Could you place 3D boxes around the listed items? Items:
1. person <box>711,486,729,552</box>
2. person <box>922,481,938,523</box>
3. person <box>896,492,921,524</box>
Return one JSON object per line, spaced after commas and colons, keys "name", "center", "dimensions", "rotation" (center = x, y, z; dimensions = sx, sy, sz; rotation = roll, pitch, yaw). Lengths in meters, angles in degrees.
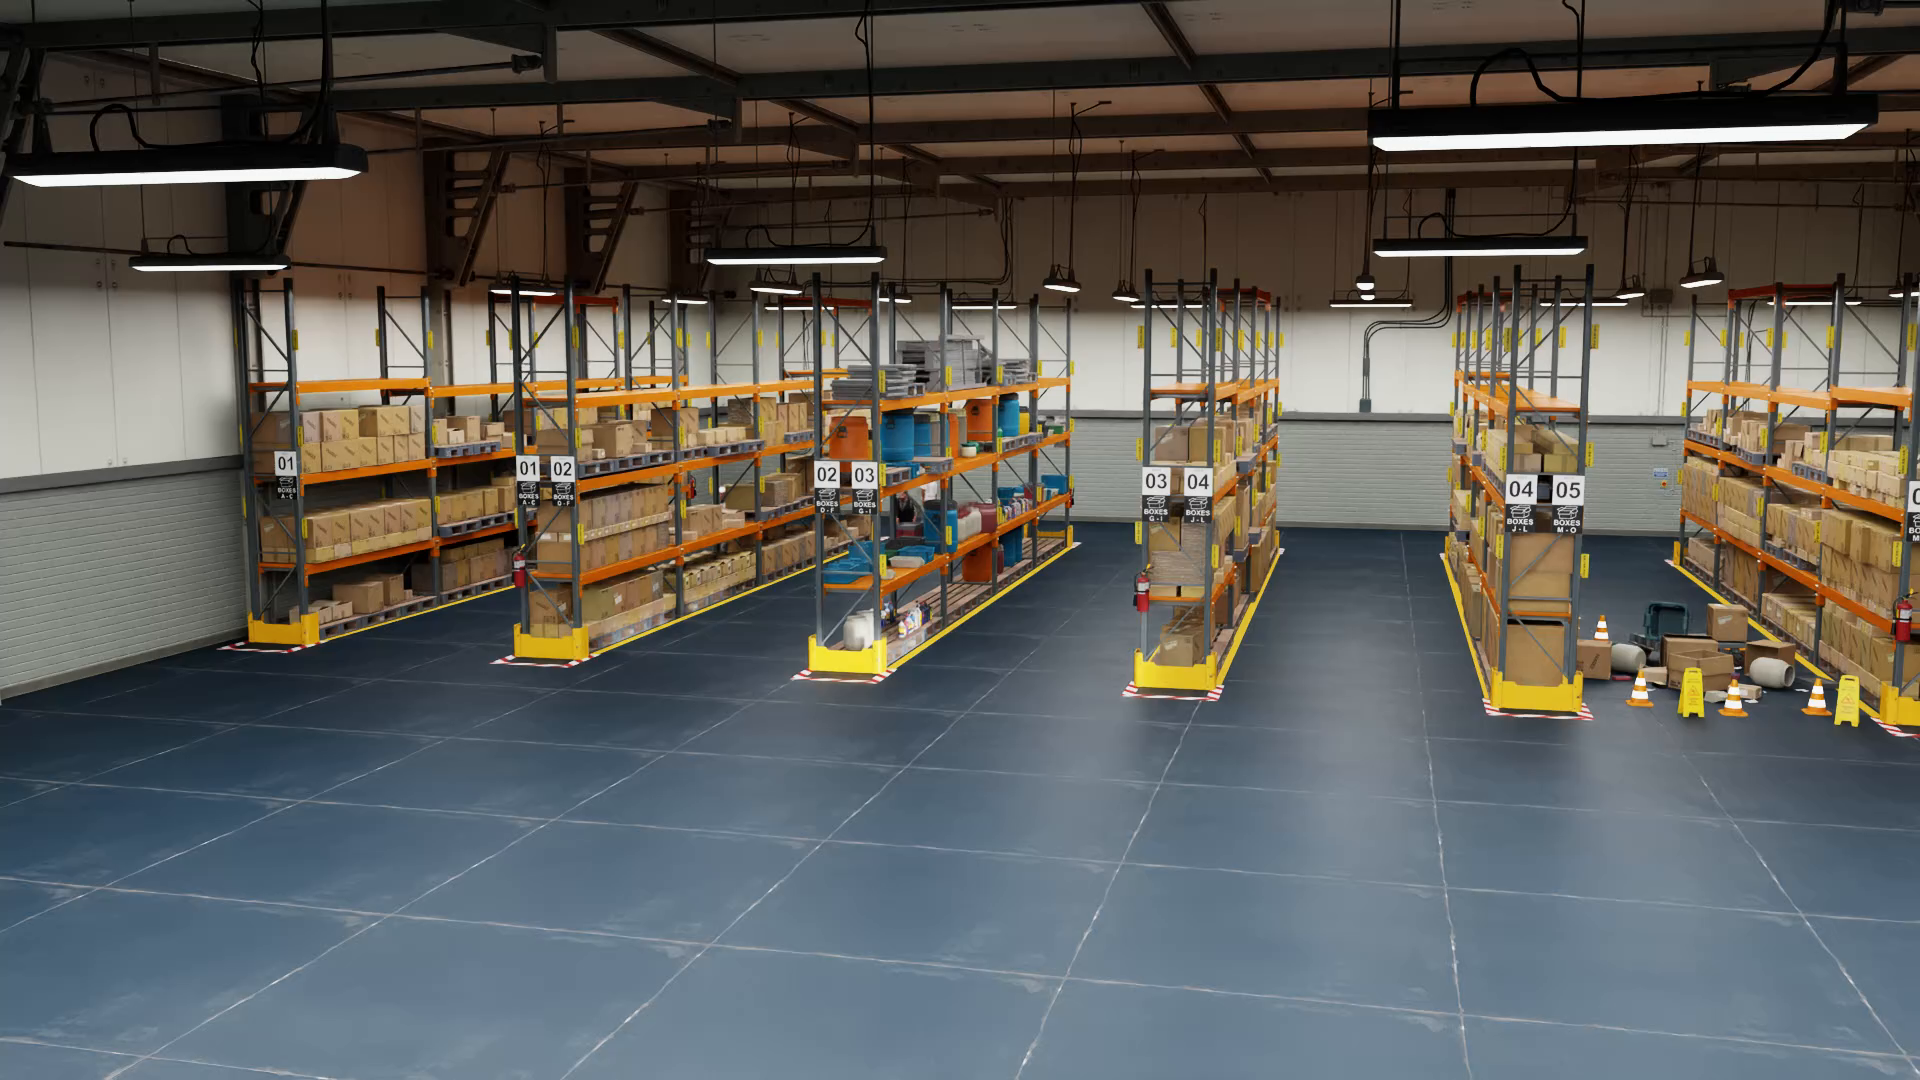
{"name": "person", "center": [-5.371, -0.350, 37.393], "dimensions": [0.540, 1.713, 1.069], "rotation": [2, 7, 17]}
{"name": "person", "center": [-0.798, -1.015, 42.750], "dimensions": [0.477, 1.763, 0.596], "rotation": [2, 7, 13]}
{"name": "person", "center": [-1.241, -0.392, 38.293], "dimensions": [0.659, 1.626, 0.719], "rotation": [3, 7, 22]}
